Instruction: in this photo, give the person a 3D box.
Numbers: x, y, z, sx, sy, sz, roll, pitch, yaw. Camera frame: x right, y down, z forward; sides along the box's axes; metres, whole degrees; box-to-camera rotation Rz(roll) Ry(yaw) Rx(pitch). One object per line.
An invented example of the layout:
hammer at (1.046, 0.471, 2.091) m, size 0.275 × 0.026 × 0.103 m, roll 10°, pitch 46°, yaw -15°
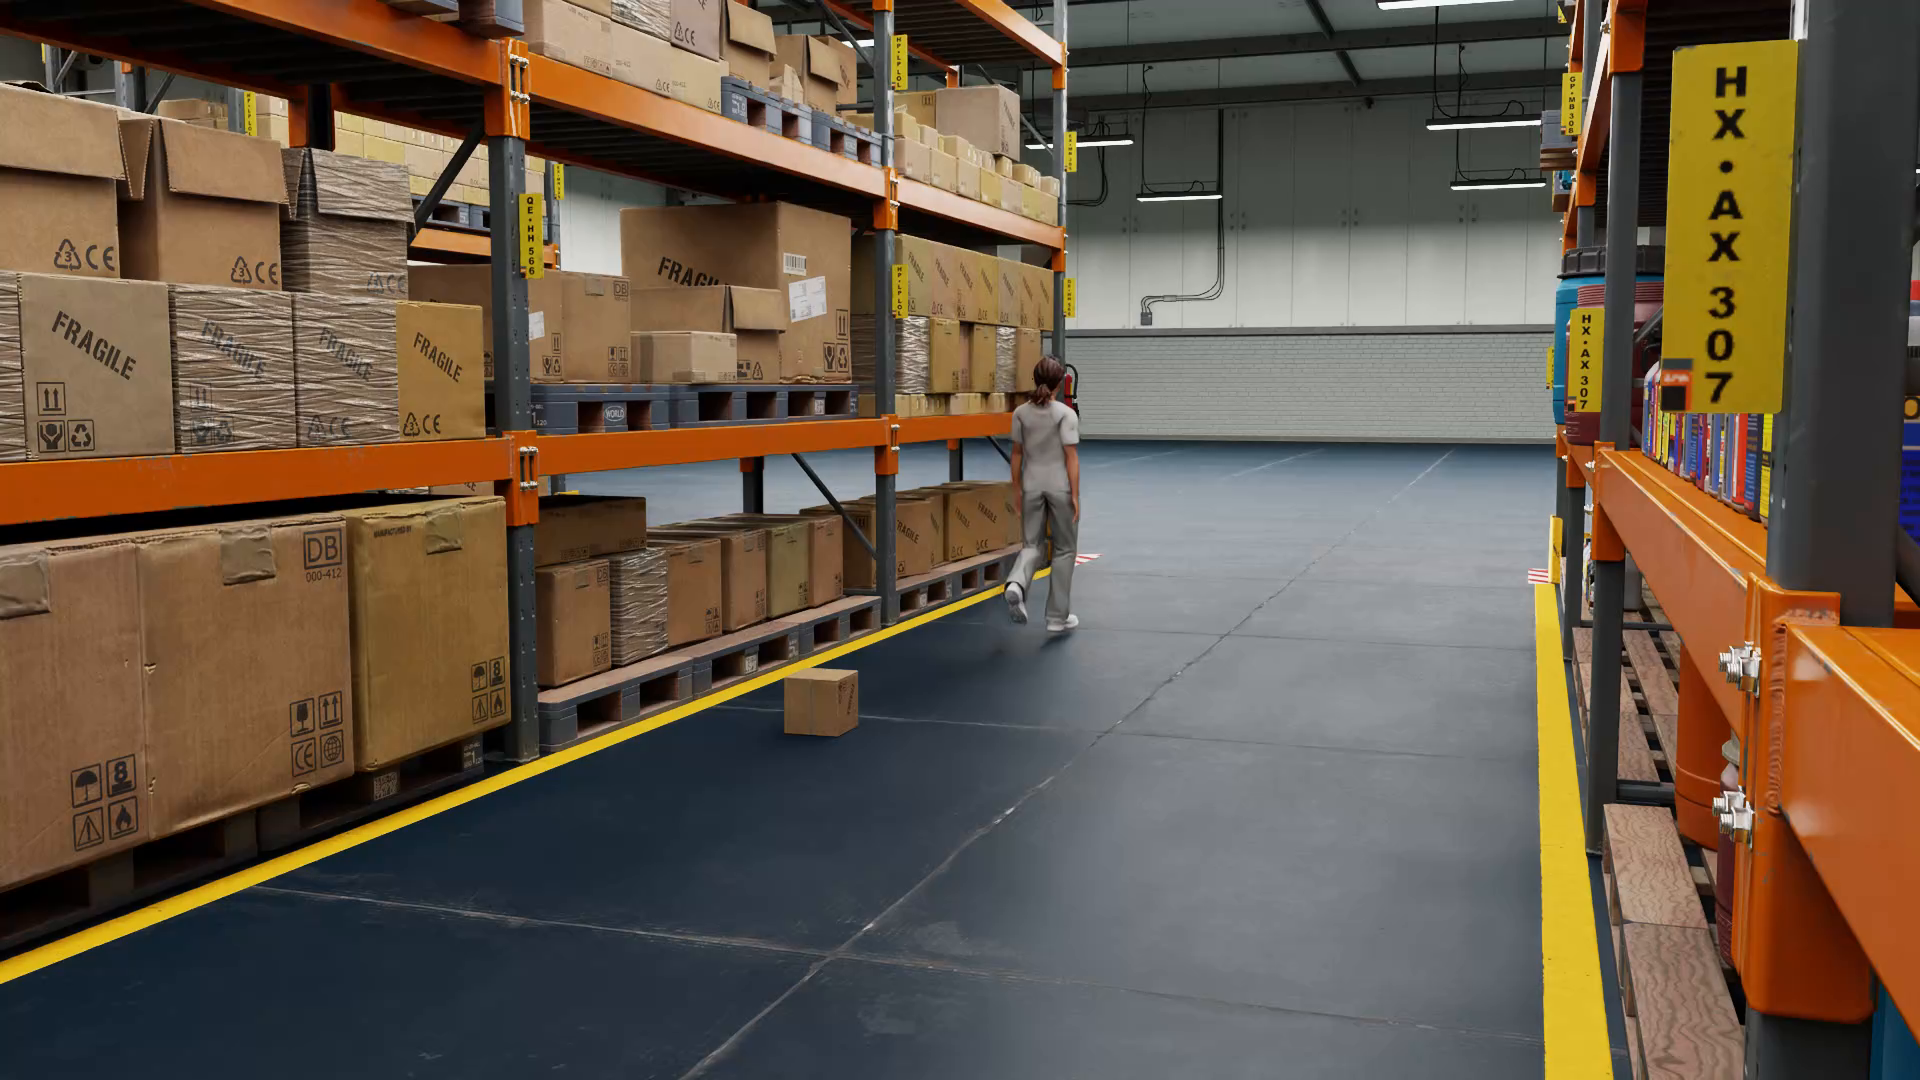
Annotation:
person at (0.503, -0.262, 9.916) m, size 0.449 × 1.644 × 0.734 m, roll 2°, pitch 6°, yaw 25°
